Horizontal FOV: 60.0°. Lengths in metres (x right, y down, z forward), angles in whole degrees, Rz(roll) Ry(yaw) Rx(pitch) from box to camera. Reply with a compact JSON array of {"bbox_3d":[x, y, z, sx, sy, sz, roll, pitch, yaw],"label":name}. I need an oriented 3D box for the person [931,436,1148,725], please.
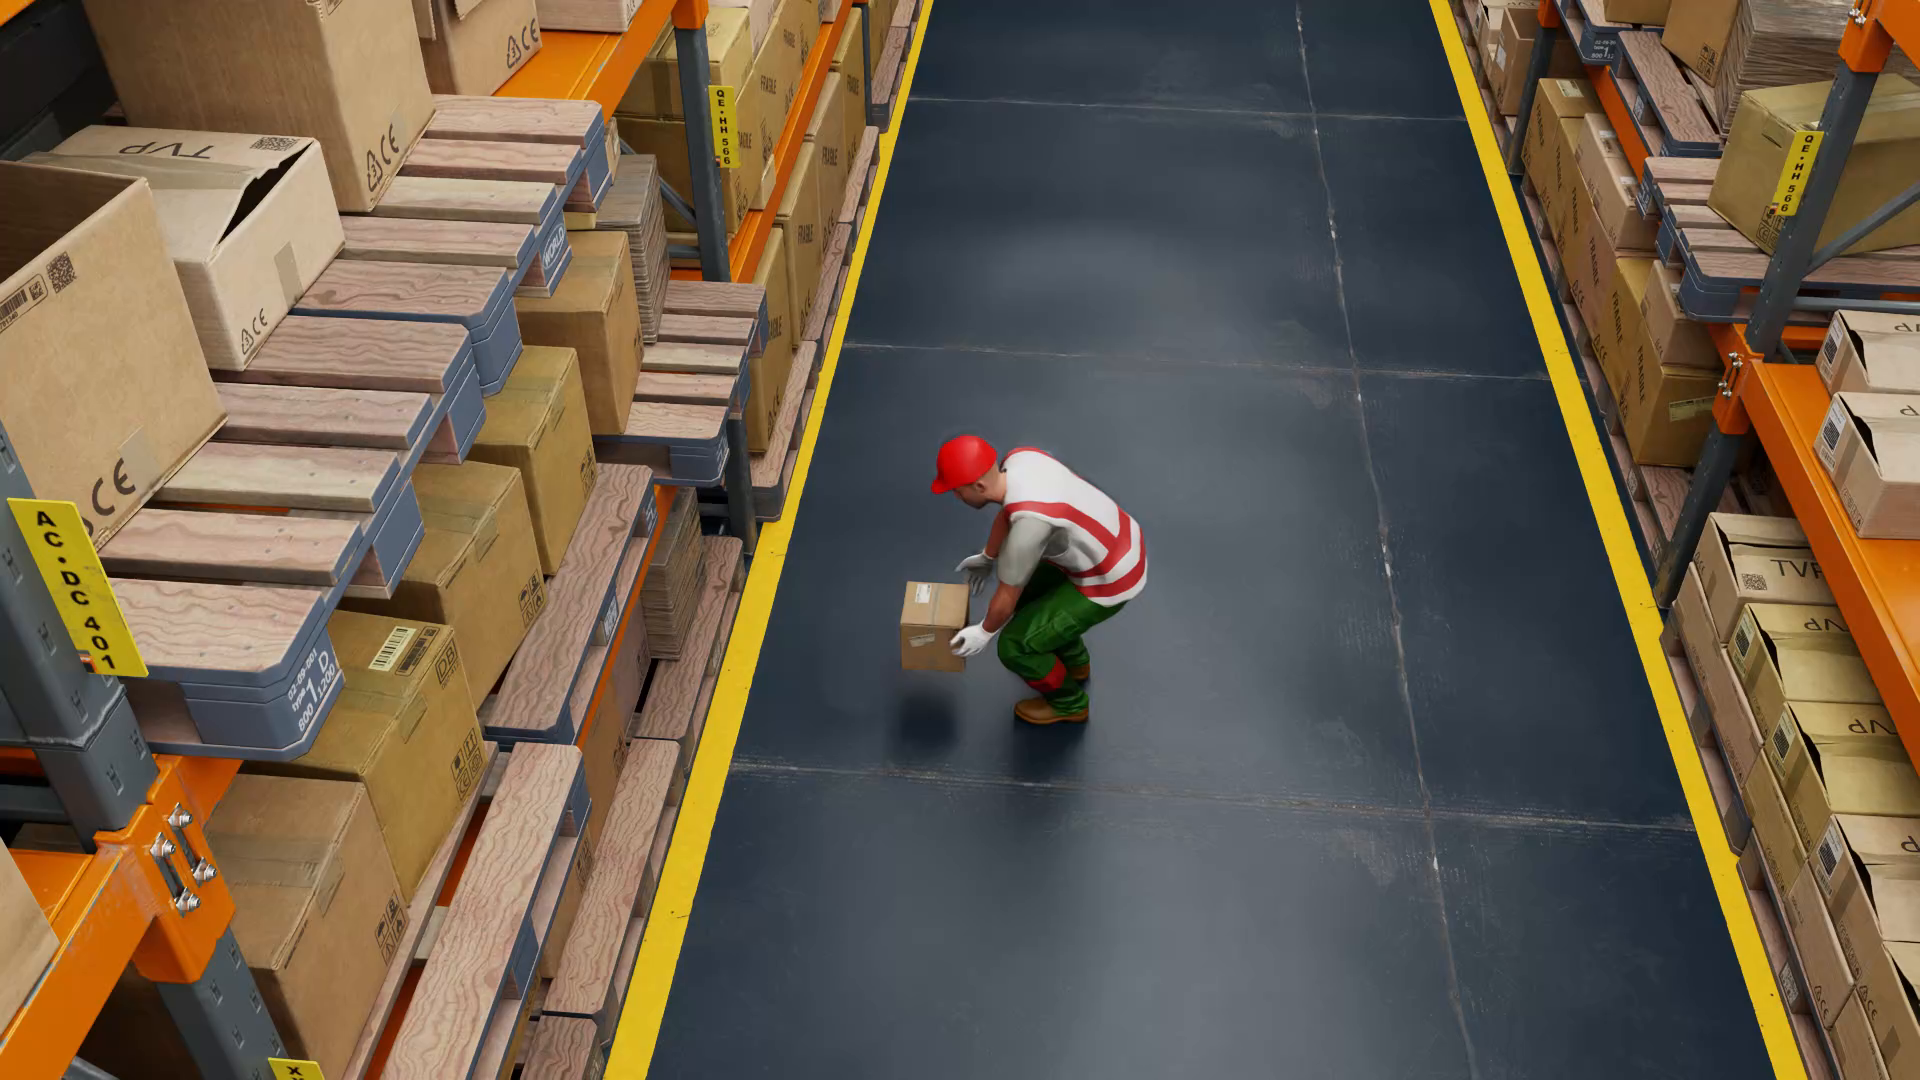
[{"bbox_3d":[0.302,0.150,6.344,0.816,1.295,0.585,3,40,4],"label":"person"}]
